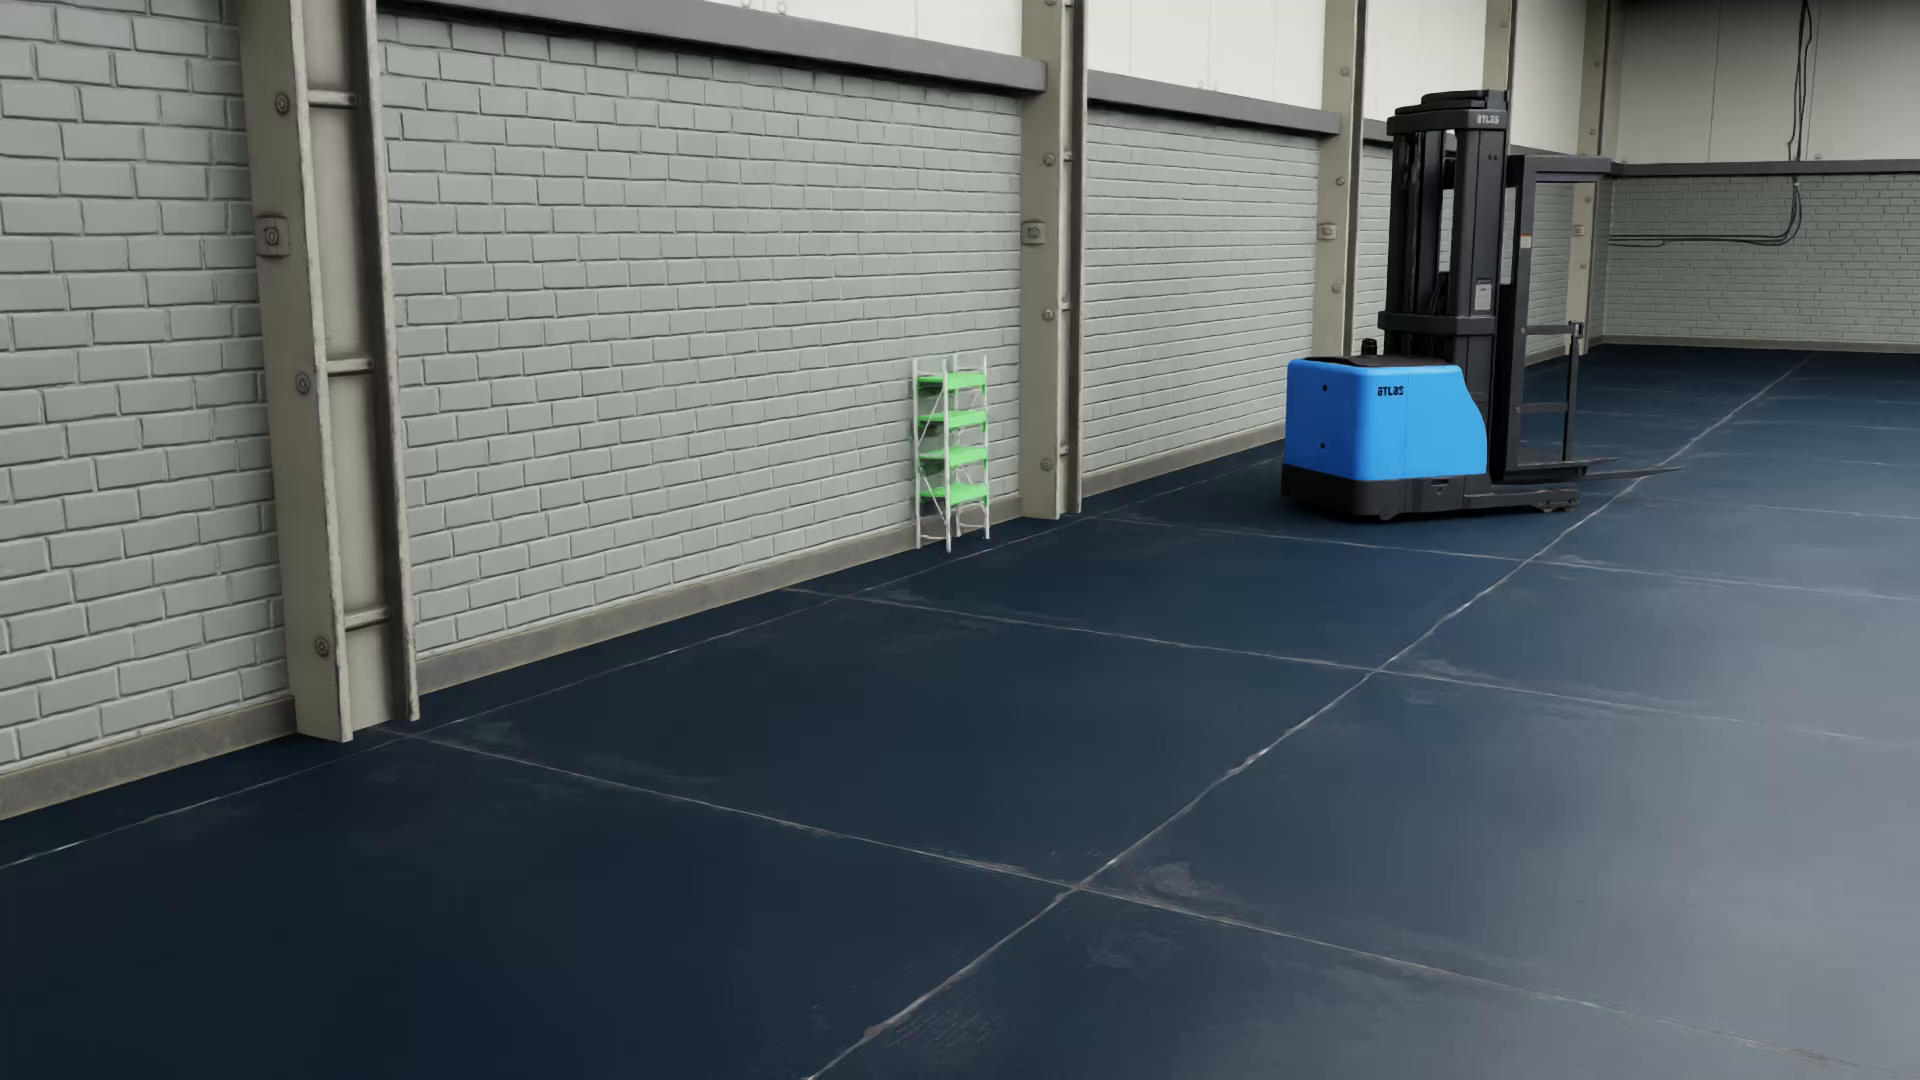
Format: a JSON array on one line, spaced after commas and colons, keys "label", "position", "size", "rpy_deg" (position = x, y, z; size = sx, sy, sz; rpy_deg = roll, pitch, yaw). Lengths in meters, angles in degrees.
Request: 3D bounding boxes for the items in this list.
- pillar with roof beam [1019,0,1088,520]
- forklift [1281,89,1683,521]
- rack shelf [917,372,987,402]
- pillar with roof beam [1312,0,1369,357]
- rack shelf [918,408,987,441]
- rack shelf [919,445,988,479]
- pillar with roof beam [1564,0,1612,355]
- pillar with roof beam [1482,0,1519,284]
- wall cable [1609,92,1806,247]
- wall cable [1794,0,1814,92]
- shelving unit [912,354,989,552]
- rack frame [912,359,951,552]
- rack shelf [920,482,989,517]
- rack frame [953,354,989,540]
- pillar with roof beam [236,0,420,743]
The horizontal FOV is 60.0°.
[{"label": "pillar with roof beam", "position": [4.320, -4.199, 8.841], "size": [9.100, 9.000, 0.400], "rpy_deg": [6, 12, 31]}, {"label": "forklift", "position": [3.933, -1.721, 12.099], "size": [3.031, 2.935, 1.130], "rpy_deg": [-4, 11, -21]}, {"label": "rack shelf", "position": [-0.061, -0.973, 10.528], "size": [0.258, 0.148, 0.480], "rpy_deg": [5, 12, 30]}, {"label": "pillar with roof beam", "position": [7.435, -5.142, 13.881], "size": [9.100, 9.000, 0.400], "rpy_deg": [6, 12, 31]}, {"label": "rack shelf", "position": [-0.057, -0.737, 10.570], "size": [0.258, 0.148, 0.480], "rpy_deg": [5, 12, 30]}, {"label": "rack shelf", "position": [-0.052, -0.500, 10.611], "size": [0.258, 0.148, 0.480], "rpy_deg": [5, 12, 30]}, {"label": "pillar with roof beam", "position": [13.666, -7.029, 23.962], "size": [9.100, 9.000, 0.400], "rpy_deg": [6, 12, 31]}, {"label": "pillar with roof beam", "position": [10.550, -6.086, 18.922], "size": [9.100, 9.000, 0.400], "rpy_deg": [6, 12, 31]}, {"label": "wall cable", "position": [12.646, -6.251, 28.245], "size": [3.097, 2.526, 0.112], "rpy_deg": [6, 12, 31]}, {"label": "wall cable", "position": [14.958, -8.475, 26.400], "size": [3.097, 2.526, 0.112], "rpy_deg": [6, 12, 31]}, {"label": "shelving unit", "position": [-0.053, -0.563, 10.600], "size": [0.258, 1.200, 0.503], "rpy_deg": [5, 12, 30]}, {"label": "rack frame", "position": [-0.178, -0.525, 10.394], "size": [0.240, 1.200, 0.015], "rpy_deg": [5, 12, 30]}, {"label": "rack shelf", "position": [-0.047, -0.264, 10.653], "size": [0.258, 0.148, 0.480], "rpy_deg": [5, 12, 30]}, {"label": "rack frame", "position": [0.072, -0.602, 10.806], "size": [0.240, 1.200, 0.015], "rpy_deg": [5, 12, 30]}, {"label": "pillar with roof beam", "position": [1.205, -3.255, 3.801], "size": [9.100, 9.000, 0.400], "rpy_deg": [6, 12, 31]}]
